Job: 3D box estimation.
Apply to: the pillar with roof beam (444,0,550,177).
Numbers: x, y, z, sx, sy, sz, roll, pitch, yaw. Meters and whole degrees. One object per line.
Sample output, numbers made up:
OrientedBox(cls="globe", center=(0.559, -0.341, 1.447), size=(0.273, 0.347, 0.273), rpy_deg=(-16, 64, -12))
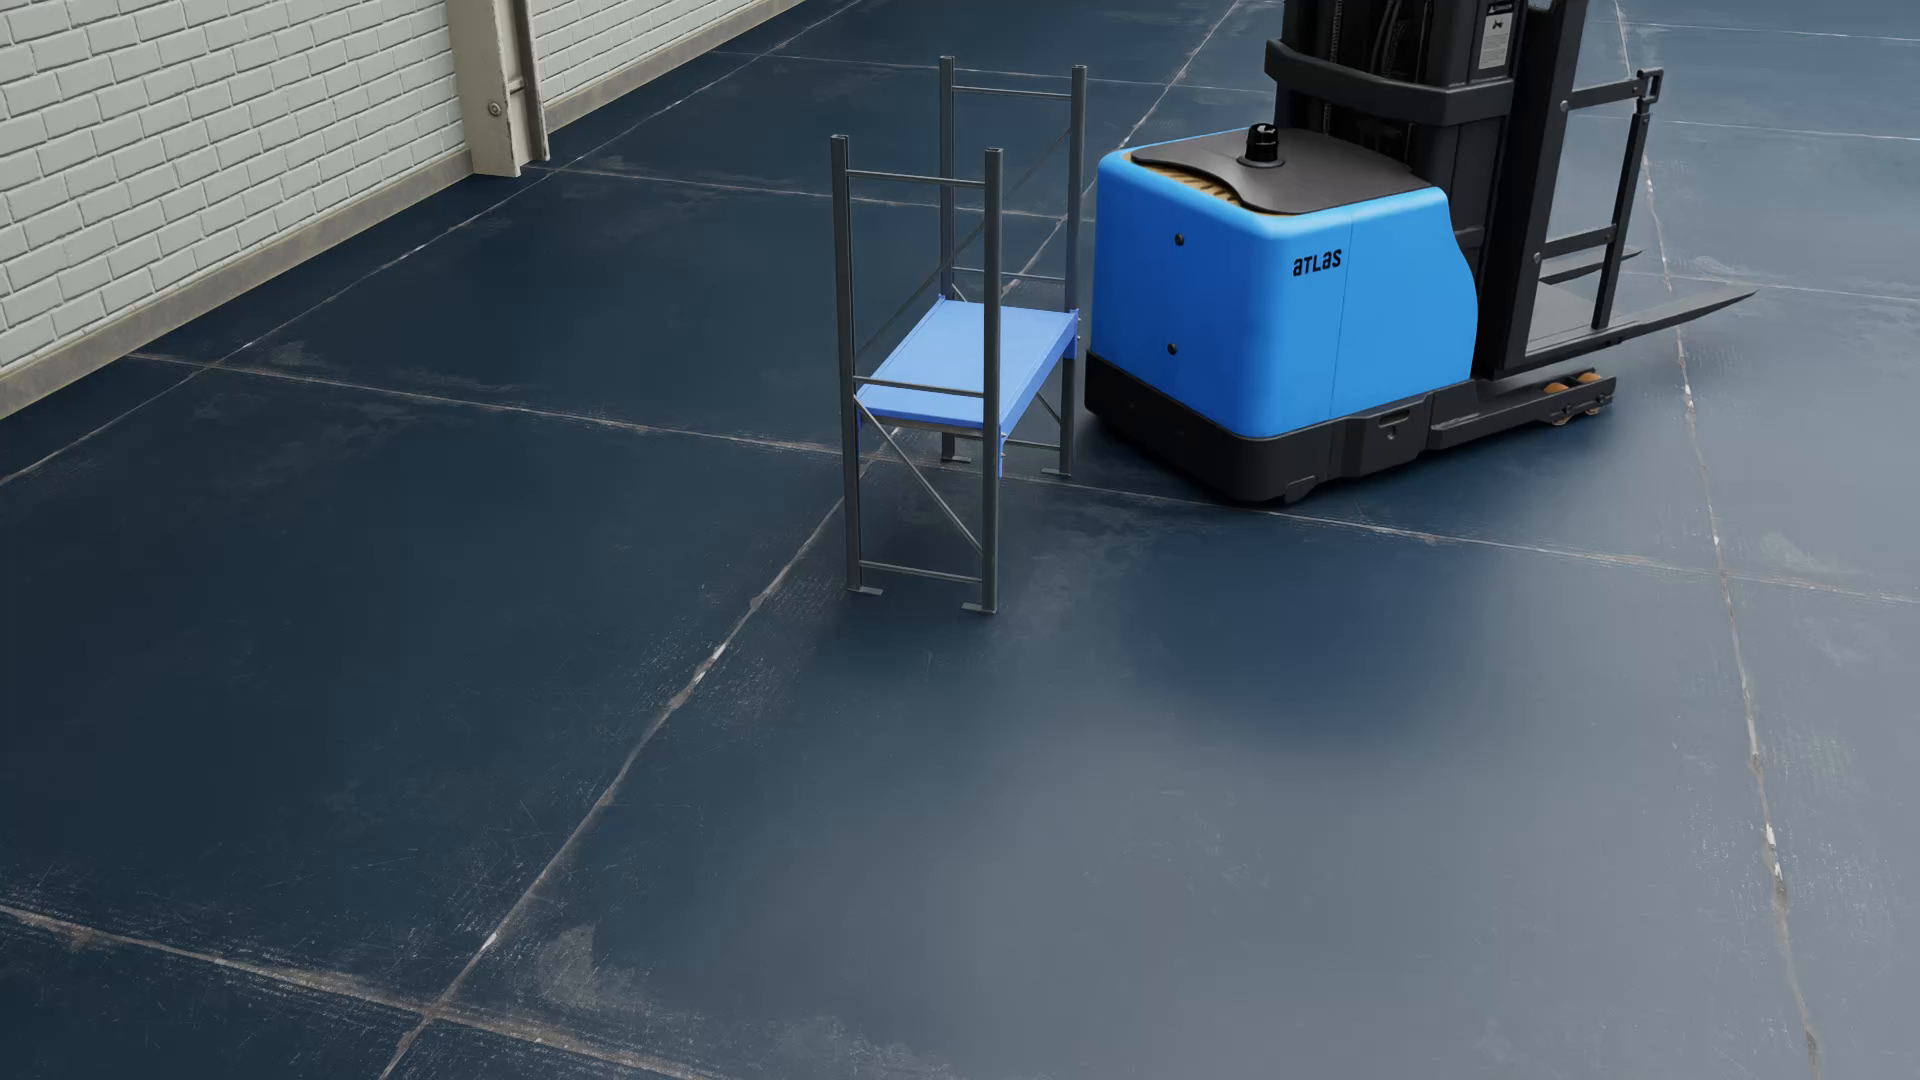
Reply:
OrientedBox(cls="pillar with roof beam", center=(1.501, -5.496, 6.373), size=(9.100, 9.000, 0.400), rpy_deg=(8, 30, 15))

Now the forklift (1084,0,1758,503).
OrientedBox(cls="forklift", center=(2.016, -1.934, 6.211), size=(3.031, 2.935, 1.130), rpy_deg=(-17, 33, -27))

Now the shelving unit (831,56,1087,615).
OrientedBox(cls="shelving unit", center=(0.025, -0.695, 5.457), size=(0.538, 1.500, 1.048), rpy_deg=(8, 30, 15))

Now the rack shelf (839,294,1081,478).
OrientedBox(cls="rack shelf", center=(0.025, -0.538, 5.544), size=(0.538, 0.185, 1.000), rpy_deg=(8, 30, 15))

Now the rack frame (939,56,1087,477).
OrientedBox(cls="rack frame", center=(0.174, -0.931, 5.881), size=(0.500, 1.500, 0.032), rpy_deg=(8, 30, 15))

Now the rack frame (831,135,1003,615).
OrientedBox(cls="rack frame", center=(-0.124, -0.459, 5.032), size=(0.500, 1.500, 0.032), rpy_deg=(8, 30, 15))
